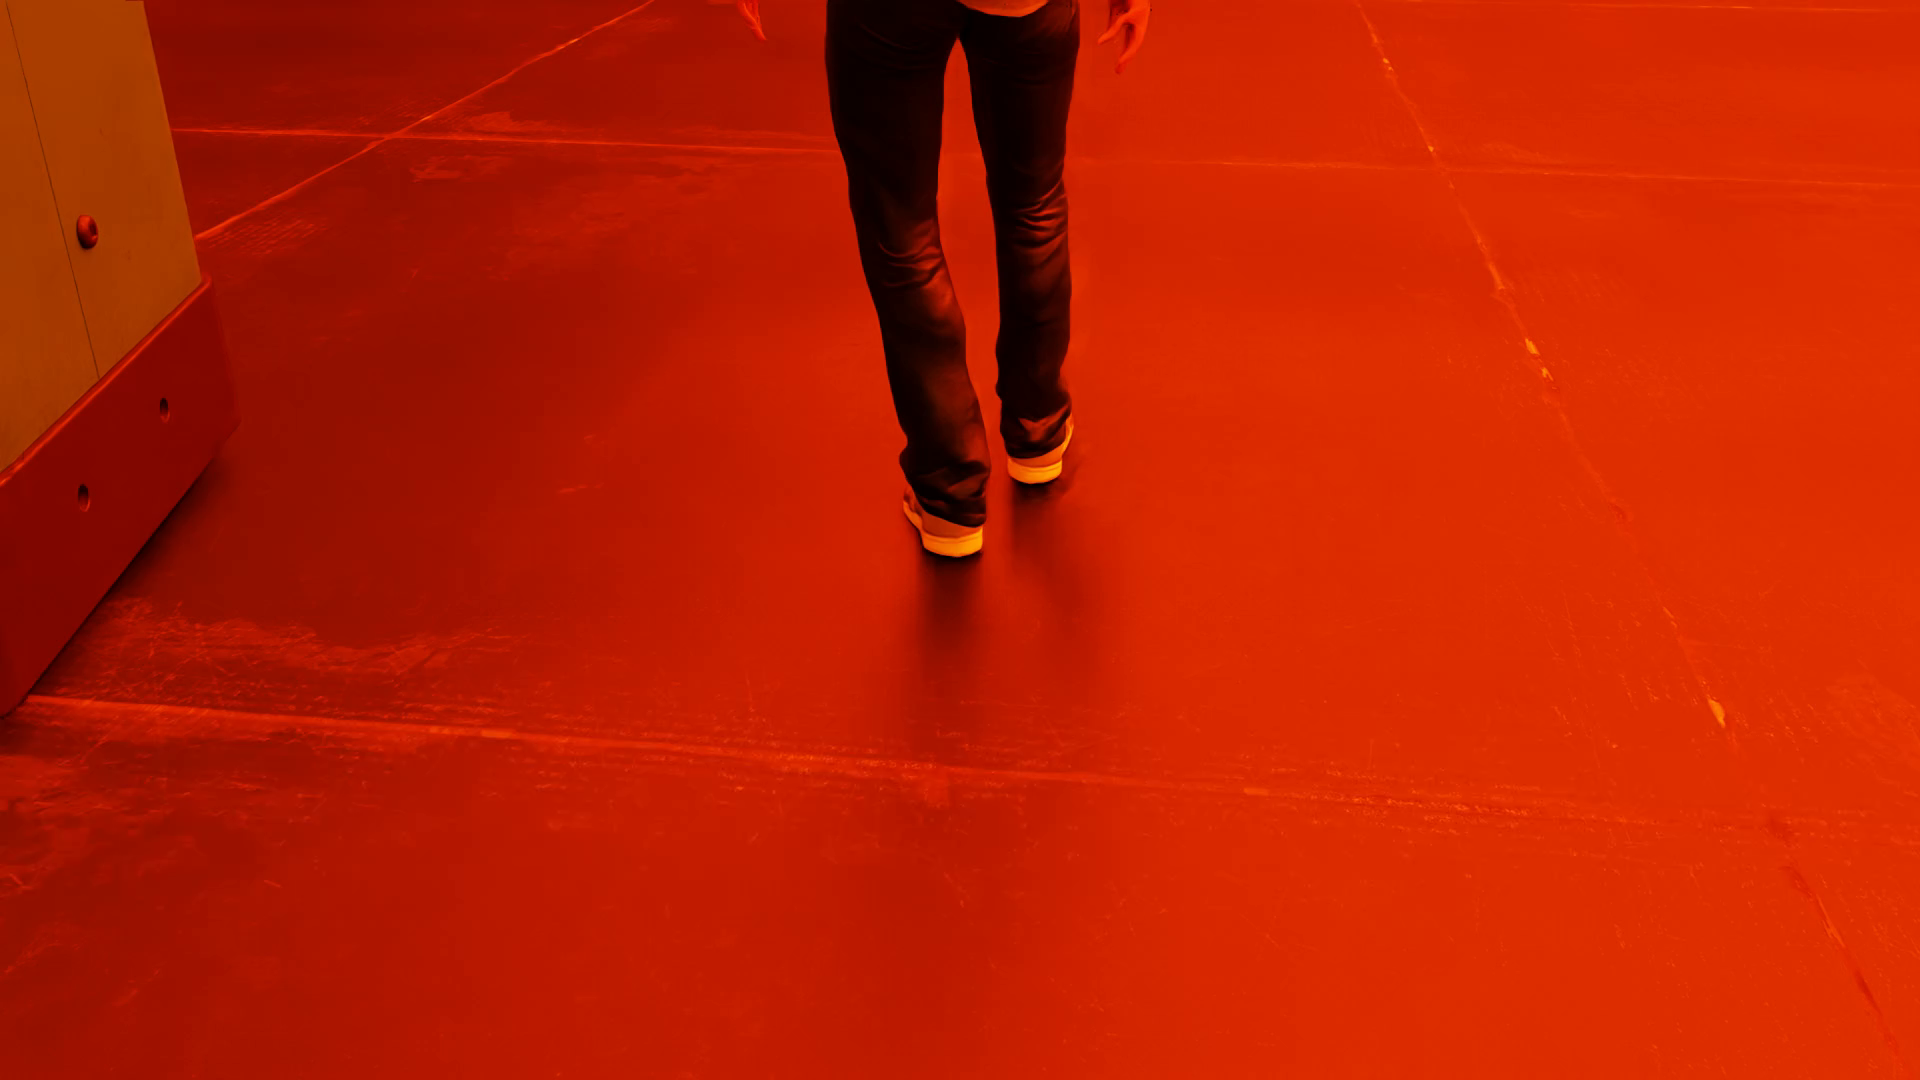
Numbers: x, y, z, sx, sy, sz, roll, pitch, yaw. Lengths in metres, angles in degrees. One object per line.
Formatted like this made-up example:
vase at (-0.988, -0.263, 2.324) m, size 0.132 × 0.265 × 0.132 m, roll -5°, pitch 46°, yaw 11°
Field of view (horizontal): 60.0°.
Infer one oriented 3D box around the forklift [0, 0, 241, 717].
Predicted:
forklift at (-2.650, -1.189, 1.601) m, size 3.031 × 2.935 × 1.130 m, roll -2°, pitch 27°, yaw -4°

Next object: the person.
person at (-0.029, -0.770, 2.280) m, size 0.547 × 1.578 × 0.519 m, roll -5°, pitch 27°, yaw -11°
